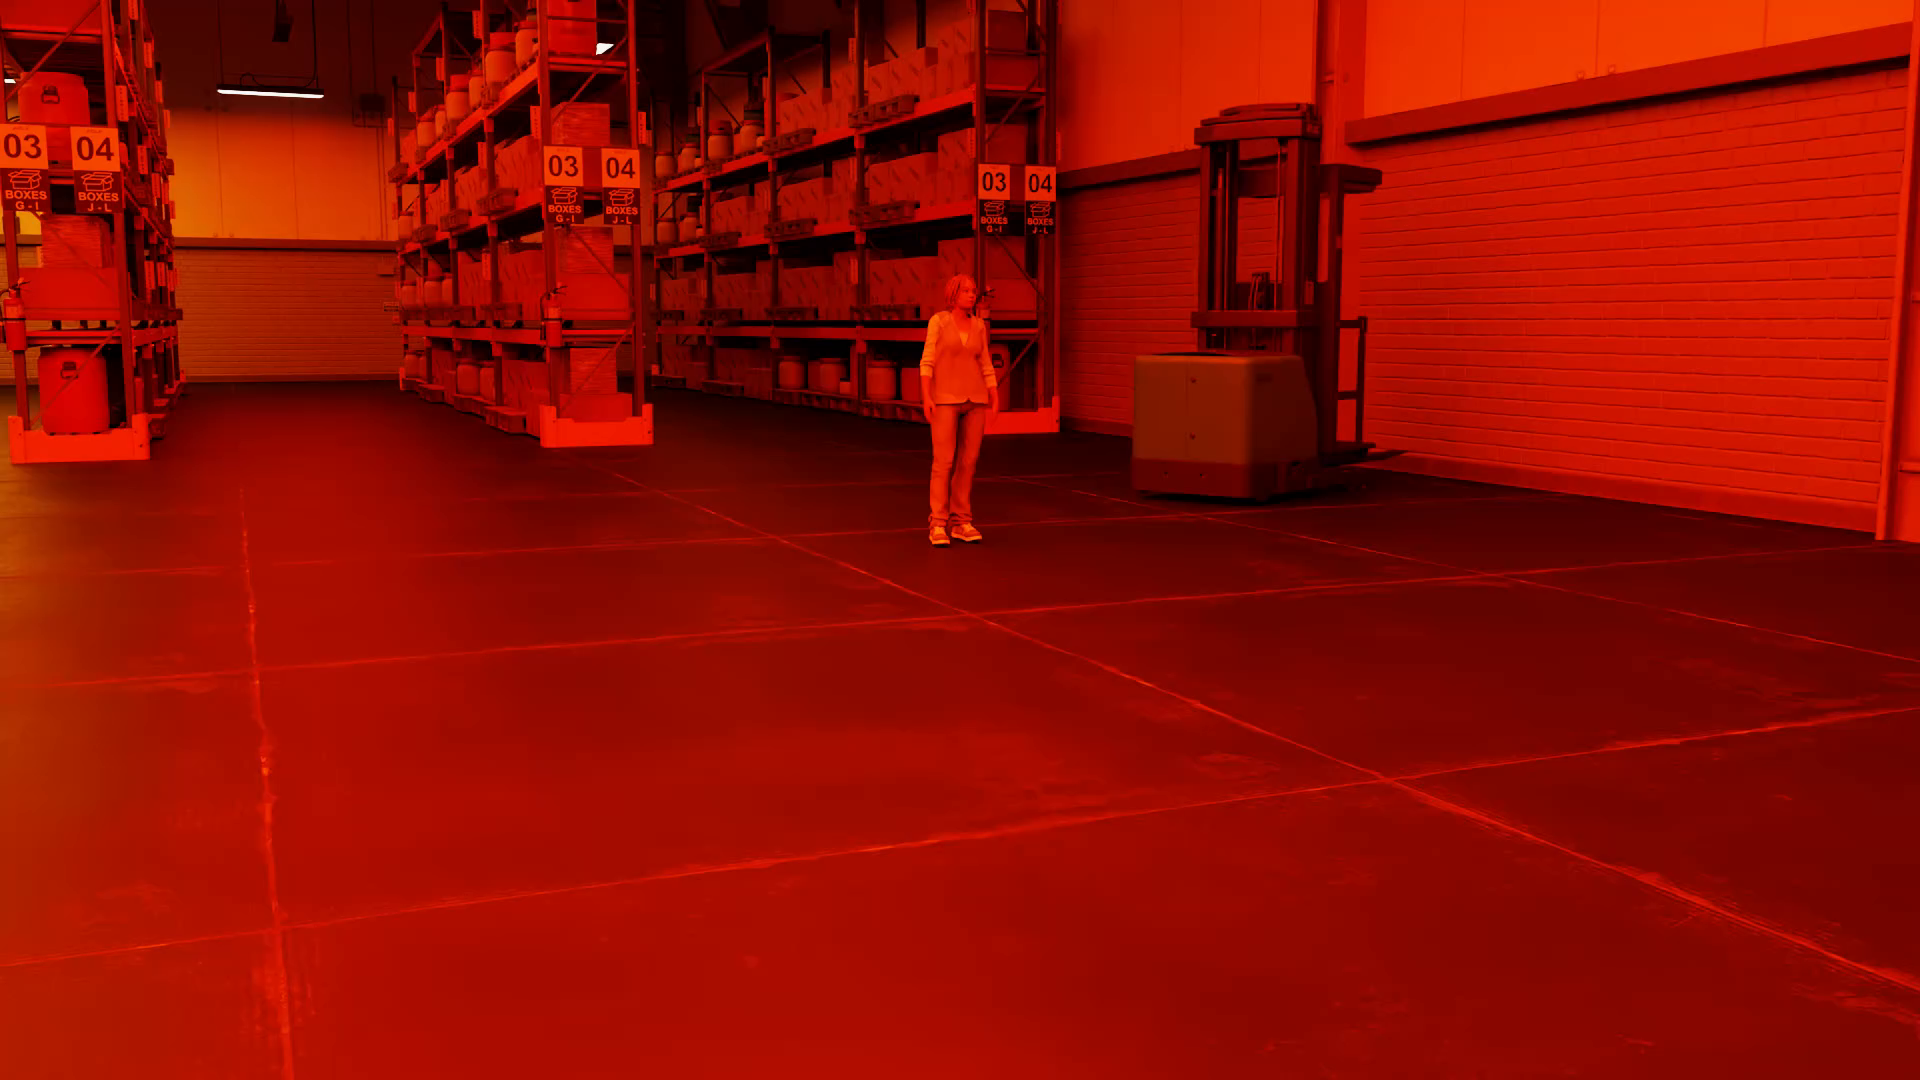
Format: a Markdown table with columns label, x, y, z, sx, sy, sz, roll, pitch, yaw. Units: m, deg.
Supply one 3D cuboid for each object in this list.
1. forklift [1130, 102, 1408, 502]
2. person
| label | x | y | z | sx | sy | sz | roll | pitch | yaw |
| --- | --- | --- | --- | --- | --- | --- | --- | --- | --- |
| forklift | 2.610 | -1.872 | 13.142 | 1.130 | 2.935 | 3.031 | 6 | 10 | 39 |
| person | 0.017 | -0.786 | 9.975 | 0.520 | 1.592 | 0.473 | -3 | 8 | -23 |
